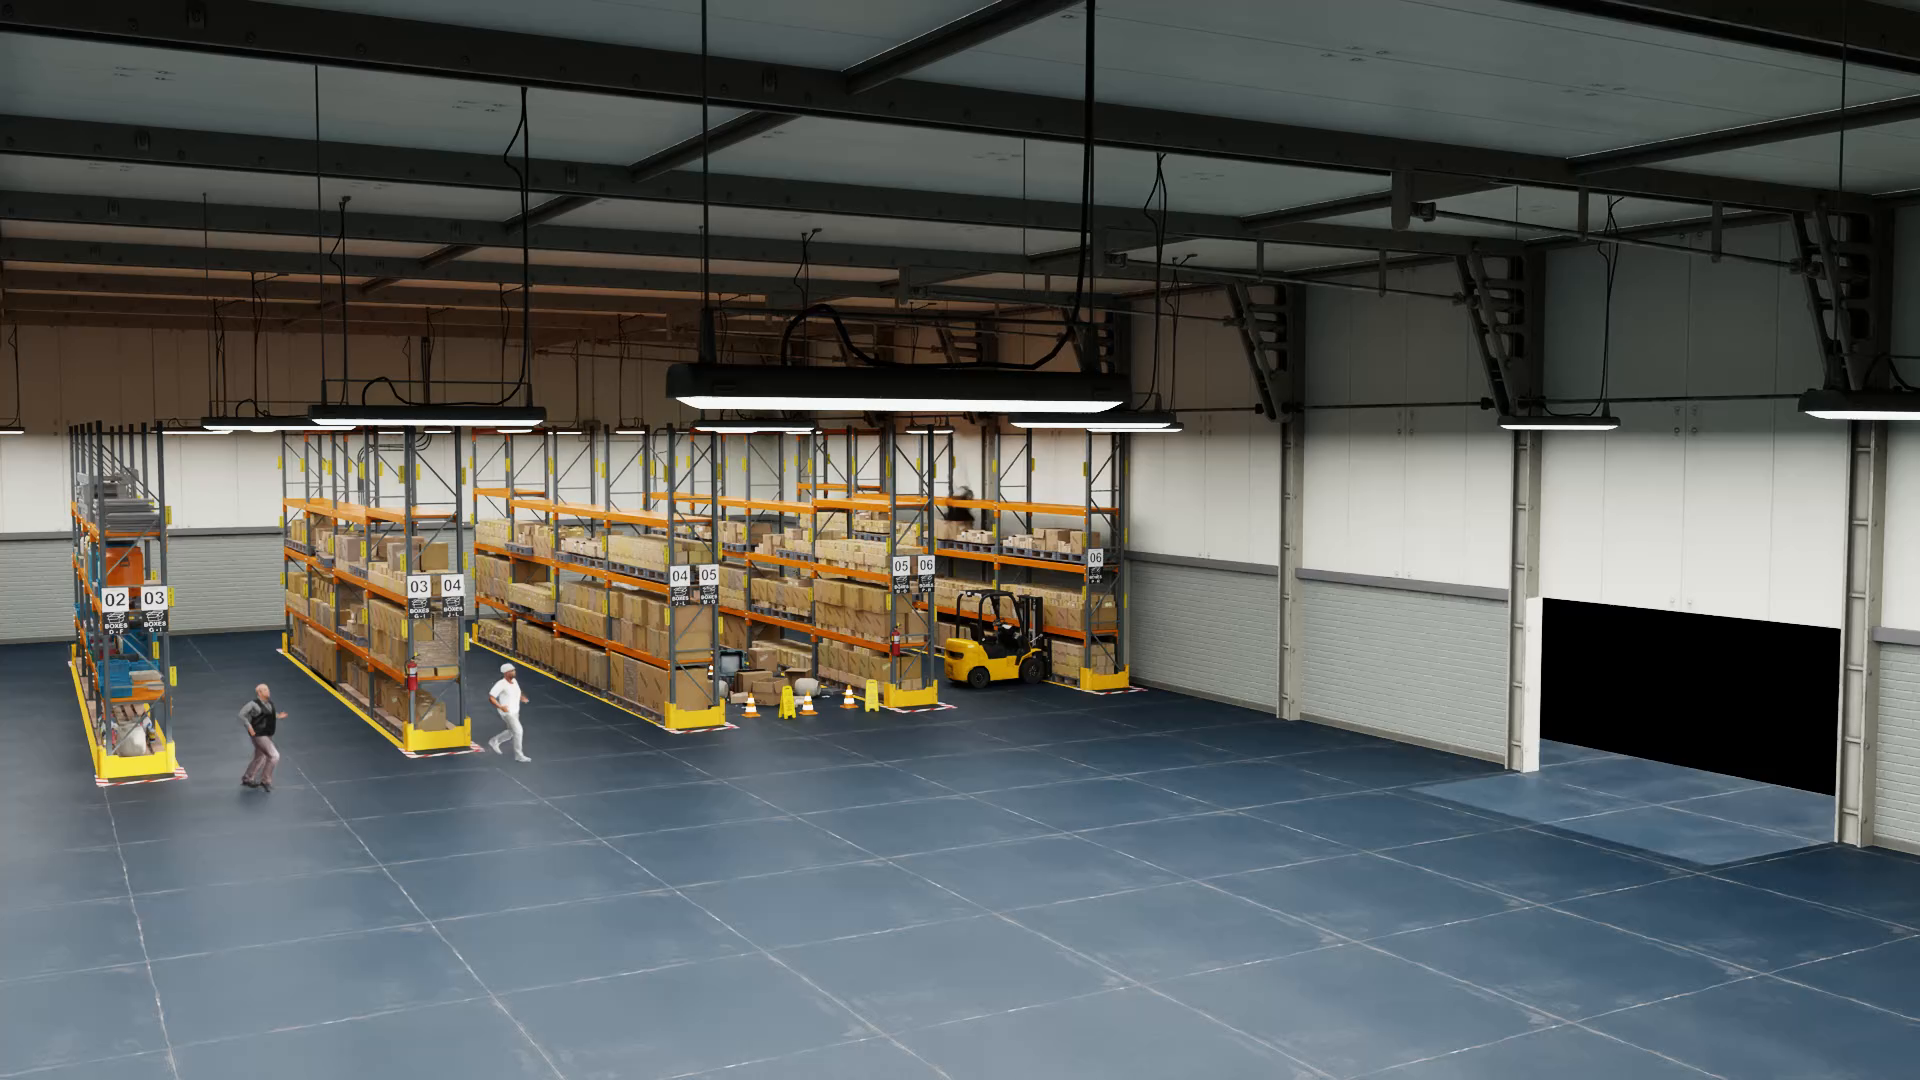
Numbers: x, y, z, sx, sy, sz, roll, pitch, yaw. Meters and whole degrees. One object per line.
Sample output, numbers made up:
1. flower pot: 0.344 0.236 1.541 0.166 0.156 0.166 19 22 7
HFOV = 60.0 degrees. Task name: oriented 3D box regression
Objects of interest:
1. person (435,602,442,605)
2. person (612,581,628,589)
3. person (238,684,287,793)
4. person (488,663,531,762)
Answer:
1. person: -14.121 2.075 45.171 0.749 1.741 0.666 -1 4 -15
2. person: -10.284 1.808 49.858 0.704 1.712 0.601 -2 4 -30
3. person: -11.276 3.217 26.922 0.756 1.783 0.626 0 4 3
4. person: -8.005 3.044 29.330 0.836 1.758 0.711 1 4 9
